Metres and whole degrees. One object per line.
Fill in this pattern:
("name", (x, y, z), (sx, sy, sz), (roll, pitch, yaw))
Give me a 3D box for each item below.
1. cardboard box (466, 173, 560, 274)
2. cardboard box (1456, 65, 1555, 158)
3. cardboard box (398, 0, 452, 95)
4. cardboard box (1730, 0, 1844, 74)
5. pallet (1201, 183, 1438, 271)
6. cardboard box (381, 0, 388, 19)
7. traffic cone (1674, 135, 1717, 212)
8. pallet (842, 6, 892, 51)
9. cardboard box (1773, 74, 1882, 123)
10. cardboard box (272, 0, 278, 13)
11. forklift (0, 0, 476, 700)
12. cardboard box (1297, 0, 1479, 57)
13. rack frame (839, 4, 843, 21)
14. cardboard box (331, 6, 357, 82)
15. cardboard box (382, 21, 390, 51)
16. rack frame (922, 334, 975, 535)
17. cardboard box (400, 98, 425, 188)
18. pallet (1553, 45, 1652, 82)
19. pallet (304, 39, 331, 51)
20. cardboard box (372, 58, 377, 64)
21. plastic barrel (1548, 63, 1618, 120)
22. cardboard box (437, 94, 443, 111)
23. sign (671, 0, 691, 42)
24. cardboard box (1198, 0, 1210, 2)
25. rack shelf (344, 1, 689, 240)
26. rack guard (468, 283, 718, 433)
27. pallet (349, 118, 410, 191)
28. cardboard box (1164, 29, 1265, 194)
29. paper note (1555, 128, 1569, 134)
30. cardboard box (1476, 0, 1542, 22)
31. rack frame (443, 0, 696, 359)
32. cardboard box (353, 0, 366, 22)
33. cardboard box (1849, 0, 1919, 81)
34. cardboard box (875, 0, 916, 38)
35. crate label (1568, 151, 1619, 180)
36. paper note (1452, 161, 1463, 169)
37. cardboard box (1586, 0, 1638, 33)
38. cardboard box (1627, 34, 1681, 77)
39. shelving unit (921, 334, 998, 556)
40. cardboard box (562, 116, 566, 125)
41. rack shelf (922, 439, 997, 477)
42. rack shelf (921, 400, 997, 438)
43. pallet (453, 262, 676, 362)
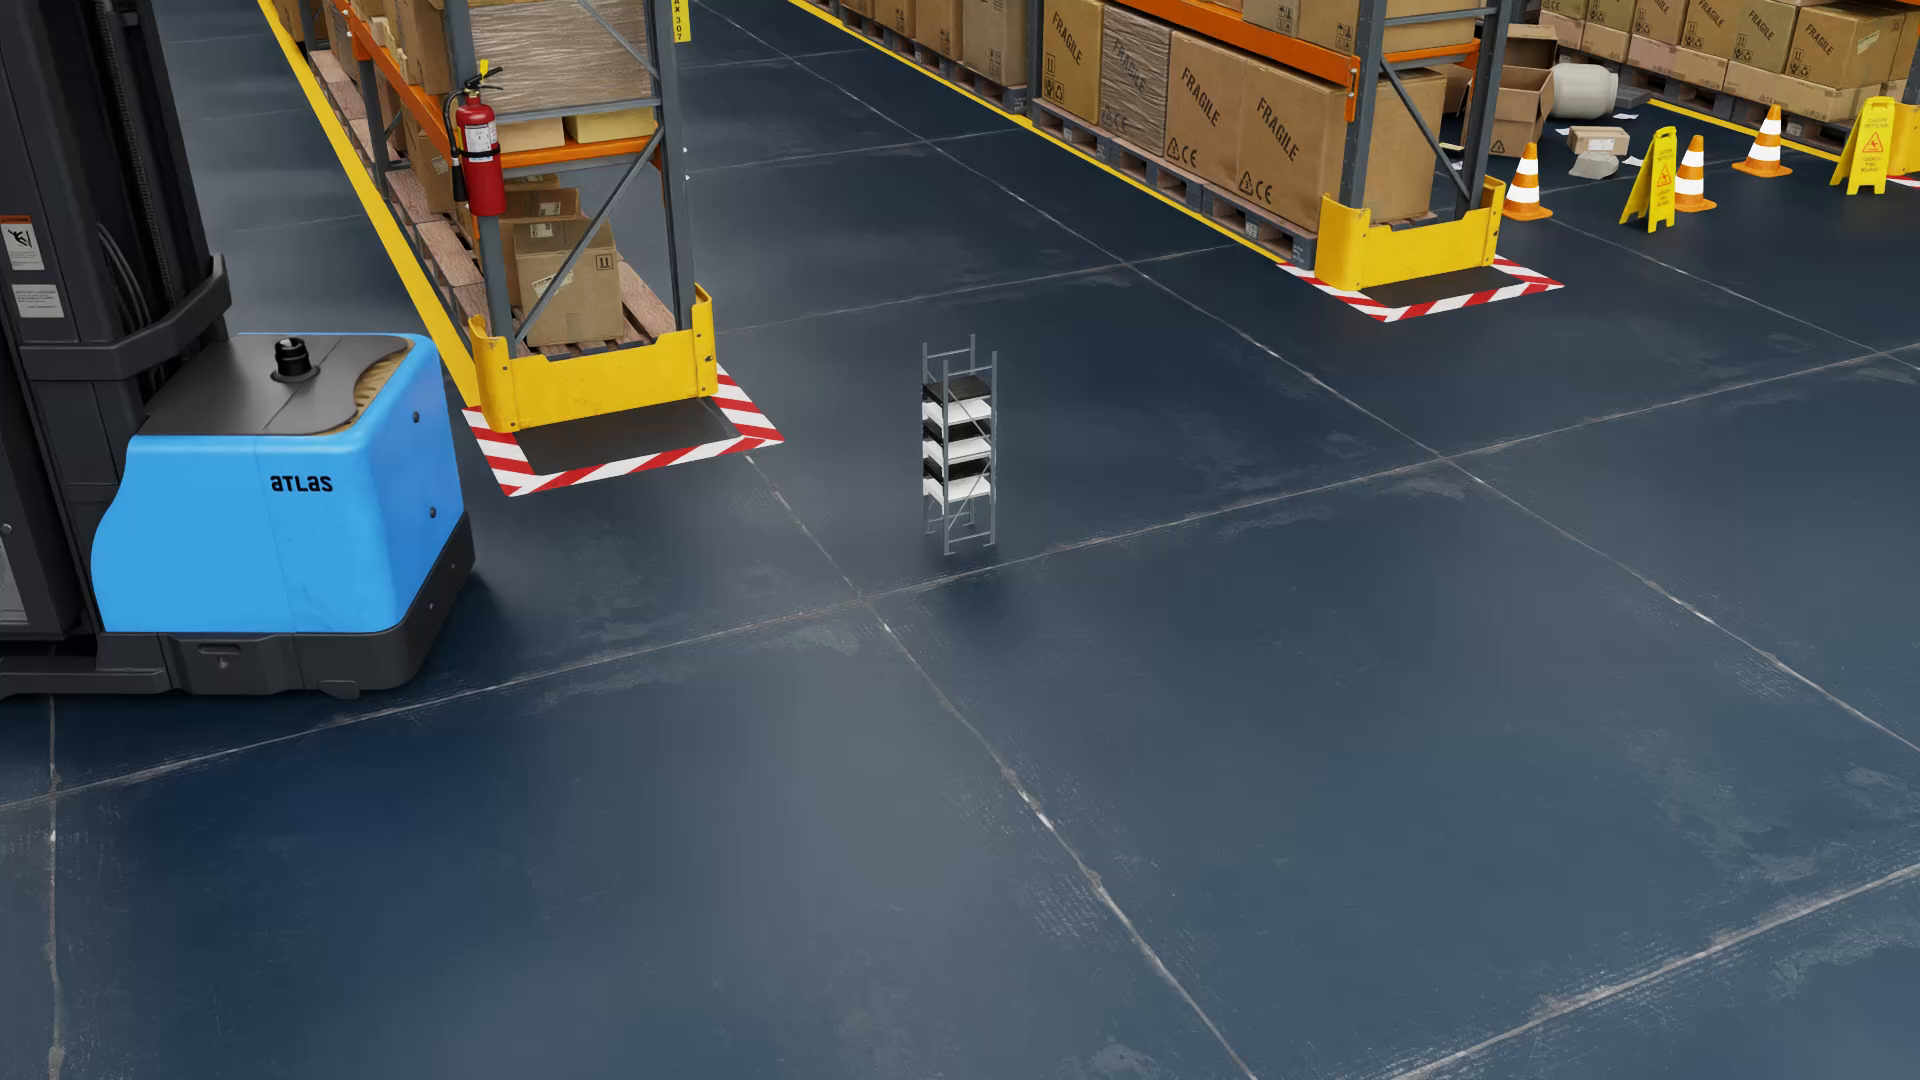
("cardboard box", (-2.594, -1.898, 9.694), (0.500, 0.500, 0.500), (-10, 31, -17))
("cardboard box", (4.108, -3.224, 12.485), (0.637, 0.503, 0.797), (13, 32, 21))
("cardboard box", (-2.336, -2.606, 8.424), (0.875, 0.500, 0.500), (-13, 32, -22))
("cardboard box", (6.342, -3.909, 12.769), (0.500, 0.500, 0.500), (-12, 31, -20))
("pallet", (2.308, -2.105, 10.789), (1.003, 0.211, 1.213), (-13, 32, -22))
("cardboard box", (-2.893, -3.289, 9.641), (0.875, 0.500, 0.500), (-13, 32, -22))
("traffic cone", (4.943, -2.498, 11.232), (0.336, 0.463, 0.334), (-13, 32, -22))
("pallet", (-0.443, -4.938, 15.841), (1.003, 0.211, 1.213), (-13, 32, -22))
("cardboard box", (6.548, -3.364, 12.564), (0.500, 0.250, 0.500), (-13, 32, -22))
("cardboard box", (-5.889, -5.483, 15.704), (1.225, 0.875, 0.875), (-13, 32, -22))
("forklift", (-3.542, -0.927, 5.906), (3.031, 2.935, 1.130), (0, 29, 0))
("cardboard box", (2.521, -3.205, 9.745), (0.875, 0.550, 0.550), (-13, 32, -22))
("rack frame", (-0.713, -6.519, 15.808), (1.000, 3.000, 0.127), (-13, 32, -22))
("cardboard box", (-4.681, -4.089, 13.582), (0.700, 0.500, 0.500), (-16, 33, -26))
("cardboard box", (-3.139, -2.940, 9.683), (0.380, 0.149, 0.250), (-13, 32, -22))
("rack frame", (-0.047, -0.441, 7.116), (0.240, 0.900, 0.006), (-13, 32, -22))
("cardboard box", (-3.383, -2.663, 11.058), (0.500, 0.500, 0.500), (-14, 32, -23))
("pallet", (5.752, -4.330, 14.756), (1.003, 0.211, 1.213), (-13, 32, -22))
("pallet", (-5.506, -4.670, 15.362), (1.003, 0.211, 1.213), (-13, 32, -22))
("cardboard box", (-3.951, -3.347, 12.258), (0.700, 0.500, 0.500), (-13, 32, -22))
("plastic barrel", (4.895, -3.540, 13.129), (0.512, 0.421, 0.421), (7, 30, 13))
("cardboard box", (-2.464, -2.285, 8.515), (0.380, 0.149, 0.250), (-13, 32, -22))
("sign", (-1.312, -2.480, 7.720), (0.100, 0.325, 0.005), (-13, 32, -22))
("cardboard box", (1.874, -3.942, 11.060), (0.875, 0.550, 0.500), (-13, 32, -22))
("rack shelf", (-2.660, -2.558, 9.480), (1.077, 0.370, 4.000), (-13, 32, -22))
("rack guard", (-1.834, -0.931, 8.400), (1.175, 0.500, 0.348), (-13, 32, -22))
("pallet", (-3.854, -2.882, 12.174), (1.003, 0.211, 1.213), (-13, 32, -22))
("cardboard box", (1.991, -2.915, 11.125), (0.875, 0.875, 0.875), (-14, 32, -23))
("paper note", (4.716, -3.175, 12.893), (0.148, 0.019, 0.142), (-3, 29, -5))
("cardboard box", (5.204, -5.104, 15.542), (0.950, 0.372, 0.625), (-13, 32, -21))
("rack frame", (-1.802, -1.988, 7.728), (1.000, 3.000, 0.127), (-13, 32, -22))
("cardboard box", (-3.603, -3.374, 10.457), (0.380, 0.149, 0.250), (-13, 32, -22))
("cardboard box", (7.041, -3.804, 12.583), (0.500, 0.500, 0.500), (-14, 32, -24))
("cardboard box", (-0.154, -5.047, 15.055), (1.050, 0.750, 0.750), (-13, 32, -21))
("crate label", (4.549, -2.690, 11.908), (0.298, 0.136, 0.250), (19, 34, 30))
("paper note", (3.600, -2.720, 12.071), (0.144, 0.017, 0.142), (-3, 29, -5))
("cardboard box", (5.681, -4.595, 13.993), (0.500, 0.500, 0.500), (-12, 31, -20))
("cardboard box", (5.910, -4.035, 13.761), (0.500, 0.250, 0.500), (-14, 32, -23))
("shelving unit", (-0.003, -0.396, 7.036), (0.258, 0.900, 0.210), (-13, 32, -22))
("cardboard box", (-1.799, -2.169, 8.308), (0.380, 0.149, 0.250), (-13, 32, -22))
("rack shelf", (-0.003, -0.367, 7.053), (0.258, 0.077, 0.200), (-13, 32, -22))
("rack shelf", (-0.003, -0.524, 6.965), (0.258, 0.077, 0.200), (-13, 32, -22))
("pallet", (-2.151, -1.172, 9.123), (1.003, 0.211, 1.213), (-13, 32, -22))
